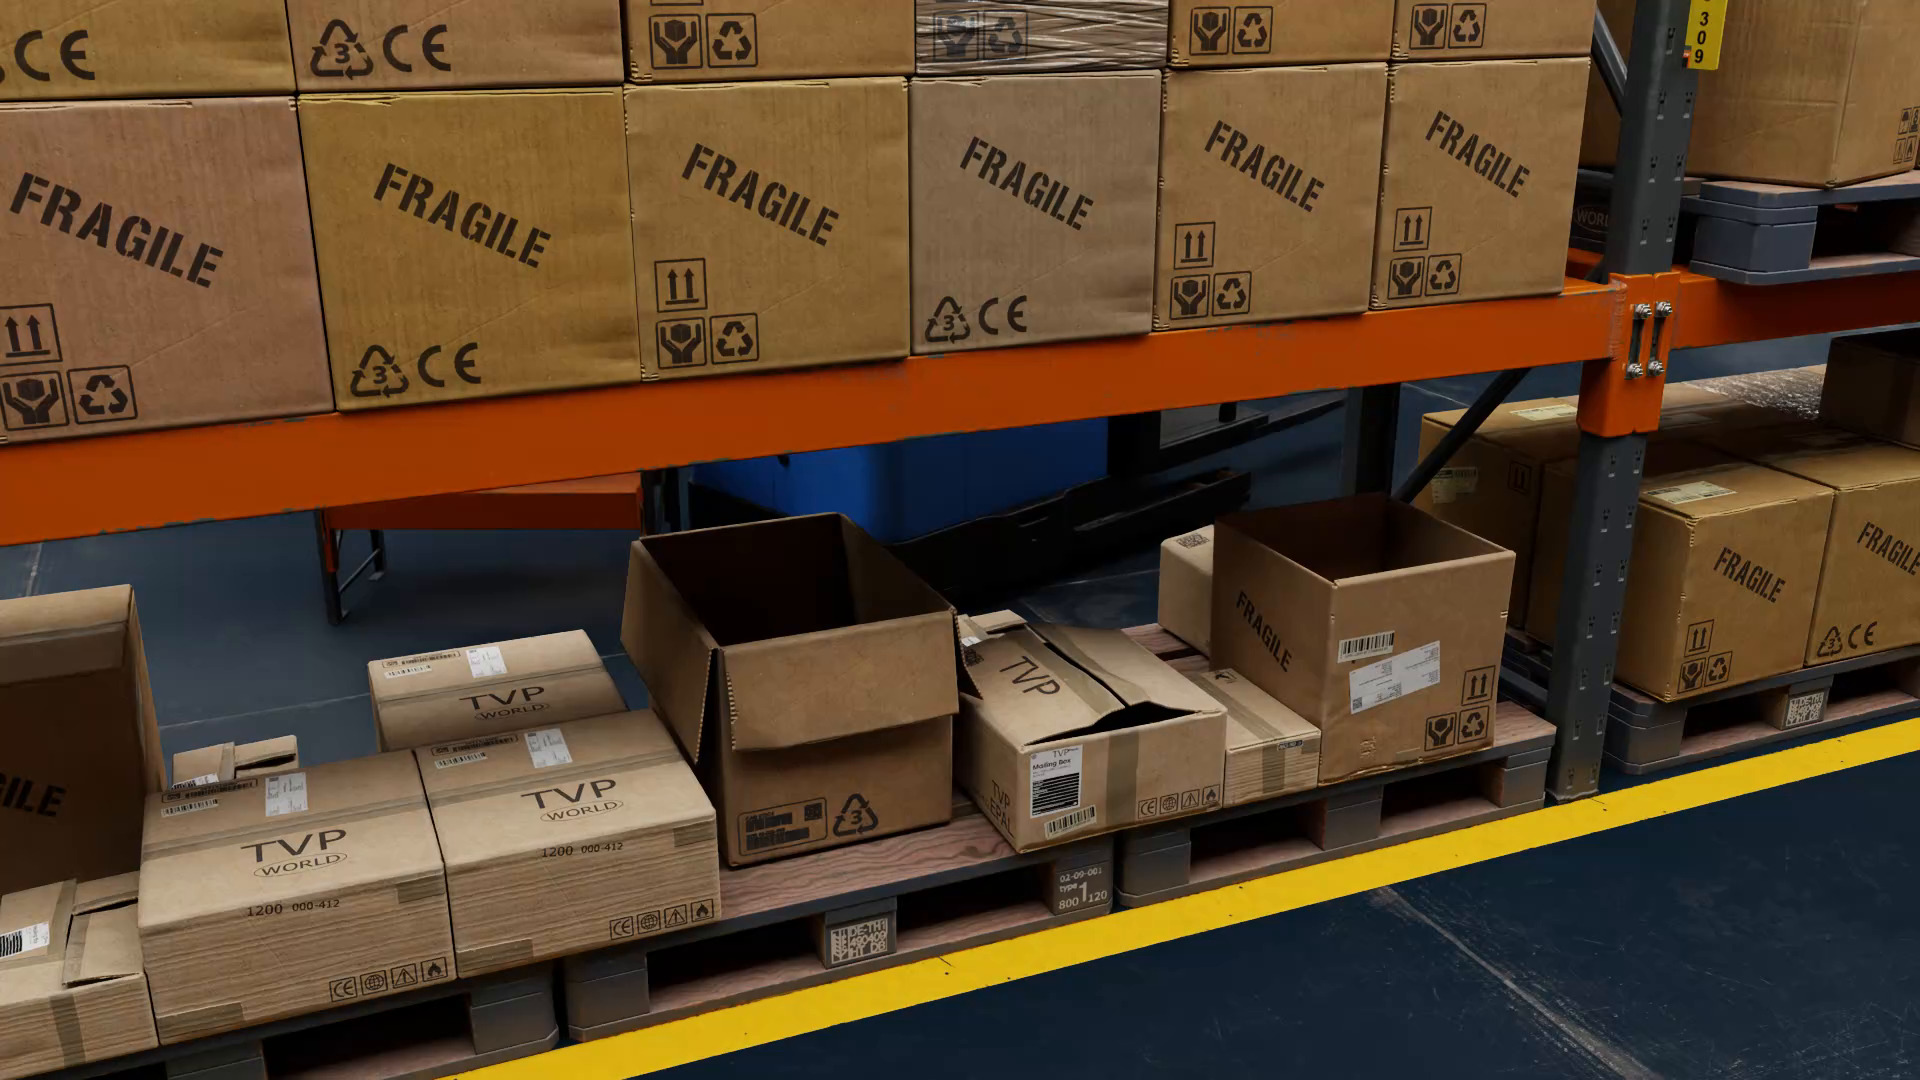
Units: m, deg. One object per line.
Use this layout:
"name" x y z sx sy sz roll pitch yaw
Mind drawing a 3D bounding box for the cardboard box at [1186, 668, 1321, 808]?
"cardboard box" 0.621 0.452 3.852 0.250 0.149 0.380 -8 21 -22

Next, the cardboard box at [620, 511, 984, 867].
"cardboard box" -0.371 0.304 3.738 0.637 0.503 0.797 -8 21 -22

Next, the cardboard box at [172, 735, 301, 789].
"cardboard box" -1.512 0.568 3.496 0.250 0.166 0.380 -8 21 -22

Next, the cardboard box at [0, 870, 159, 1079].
"cardboard box" -1.571 0.757 2.958 0.250 0.166 0.380 -8 21 -22

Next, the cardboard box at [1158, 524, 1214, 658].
"cardboard box" 0.881 0.136 4.507 0.500 0.311 0.500 -8 21 -22

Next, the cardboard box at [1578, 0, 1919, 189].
"cardboard box" 1.876 -1.154 4.000 0.500 0.500 0.700 -17 26 -40

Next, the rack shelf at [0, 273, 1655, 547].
"rack shelf" -0.484 -0.312 3.475 4.000 0.370 1.077 -8 21 -22

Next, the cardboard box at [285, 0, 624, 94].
"cardboard box" -0.871 -1.020 2.747 0.500 0.500 0.500 -8 21 -21

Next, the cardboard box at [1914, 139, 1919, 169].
"cardboard box" 2.482 -1.264 4.311 0.500 0.500 0.700 -5 20 -13

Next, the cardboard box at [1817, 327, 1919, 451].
"cardboard box" 2.811 -0.418 4.663 0.500 0.250 0.500 -8 21 -22

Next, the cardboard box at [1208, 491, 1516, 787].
"cardboard box" 0.941 0.219 3.986 0.500 0.500 0.500 -8 21 -22

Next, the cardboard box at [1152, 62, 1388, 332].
"cardboard box" 0.522 -0.749 3.483 0.500 0.500 0.500 -8 21 -20

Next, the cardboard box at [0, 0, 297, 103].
"cardboard box" -1.332 -0.956 2.565 0.500 0.500 0.500 -8 21 -21

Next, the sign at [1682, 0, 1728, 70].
"sign" 1.574 -1.158 3.492 0.005 0.325 0.100 -8 21 -22

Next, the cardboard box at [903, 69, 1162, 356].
"cardboard box" 0.051 -0.681 3.289 0.500 0.500 0.500 -8 21 -21

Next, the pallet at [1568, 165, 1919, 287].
"pallet" 2.129 -0.896 4.339 1.213 0.211 1.003 -8 21 -22

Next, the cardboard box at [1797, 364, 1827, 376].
"cardboard box" 3.076 -0.291 5.434 0.500 0.500 0.500 -9 21 -24

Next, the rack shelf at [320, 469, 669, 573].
"rack shelf" -1.475 -0.116 5.391 1.000 0.278 0.538 0 20 0

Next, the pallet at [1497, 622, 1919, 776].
"pallet" 2.084 0.282 4.902 1.213 0.211 1.003 -8 21 -22

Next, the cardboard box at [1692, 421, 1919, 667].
"cardboard box" 2.378 -0.006 4.623 0.500 0.500 0.500 -8 21 -21

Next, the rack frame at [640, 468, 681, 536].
"rack frame" -0.967 -0.347 5.313 0.032 1.125 0.500 0 20 0

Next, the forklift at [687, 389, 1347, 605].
"forklift" 0.459 -1.539 5.979 1.130 2.935 3.031 18 26 41

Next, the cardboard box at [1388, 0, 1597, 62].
"cardboard box" 0.990 -1.288 3.507 0.500 0.500 0.500 -8 21 -22

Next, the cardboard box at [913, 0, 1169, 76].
"cardboard box" 0.058 -1.153 3.125 0.500 0.500 0.500 -8 21 -21

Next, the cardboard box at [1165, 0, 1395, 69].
"cardboard box" 0.521 -1.220 3.313 0.500 0.500 0.500 -9 21 -23

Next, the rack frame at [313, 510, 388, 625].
"rack frame" -1.984 -0.345 5.306 0.032 1.125 0.500 0 20 0

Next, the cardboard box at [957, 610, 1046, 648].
"cardboard box" 0.091 0.321 4.199 0.250 0.166 0.380 -8 21 -22

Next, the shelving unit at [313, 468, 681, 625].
"shelving unit" -1.475 -0.346 5.310 1.048 1.125 0.538 0 20 0

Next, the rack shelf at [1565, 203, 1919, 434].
"rack shelf" 3.188 -0.838 4.969 4.000 0.370 1.077 -8 21 -22

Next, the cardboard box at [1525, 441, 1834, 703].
"cardboard box" 1.893 0.068 4.414 0.500 0.500 0.500 -9 21 -24

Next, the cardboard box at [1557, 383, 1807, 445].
"cardboard box" 2.149 -0.158 5.055 0.500 0.500 0.500 -8 21 -22

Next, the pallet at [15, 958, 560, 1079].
"pallet" -1.519 0.812 3.398 1.213 0.211 1.003 -8 21 -22

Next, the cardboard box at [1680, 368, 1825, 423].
"cardboard box" 2.609 -0.224 5.242 0.500 0.500 0.500 -8 21 -21

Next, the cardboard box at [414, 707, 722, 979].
"cardboard box" -0.791 0.585 3.323 0.500 0.250 0.500 -8 21 -22

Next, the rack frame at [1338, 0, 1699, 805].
"rack frame" 1.352 -0.914 4.103 0.127 3.000 1.000 -8 21 -22

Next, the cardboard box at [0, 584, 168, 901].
"cardboard box" -1.919 0.437 3.367 0.500 0.500 0.500 -8 21 -22

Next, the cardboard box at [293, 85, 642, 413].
"cardboard box" -0.875 -0.548 2.911 0.500 0.500 0.500 -8 21 -22

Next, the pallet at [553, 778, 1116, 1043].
"pallet" -0.401 0.653 3.851 1.213 0.211 1.003 -8 21 -22

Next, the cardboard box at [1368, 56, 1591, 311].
"cardboard box" 0.995 -0.818 3.677 0.500 0.500 0.500 -8 21 -21

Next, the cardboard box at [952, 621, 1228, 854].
"cardboard box" 0.253 0.406 3.737 0.500 0.311 0.500 -8 21 -22

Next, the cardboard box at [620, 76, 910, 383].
"cardboard box" -0.416 -0.613 3.097 0.500 0.500 0.500 -8 21 -21

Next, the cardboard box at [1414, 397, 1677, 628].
"cardboard box" 1.692 -0.095 4.877 0.500 0.500 0.500 -8 21 -22

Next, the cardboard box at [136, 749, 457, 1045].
"cardboard box" -1.250 0.650 3.136 0.500 0.250 0.500 -8 21 -22

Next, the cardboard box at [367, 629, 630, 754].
"cardboard box" -1.035 0.439 3.737 0.500 0.250 0.500 -8 21 -22

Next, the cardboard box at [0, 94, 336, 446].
"cardboard box" -1.337 -0.483 2.726 0.500 0.500 0.500 -8 21 -22

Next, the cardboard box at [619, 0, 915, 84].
"cardboard box" -0.405 -1.087 2.938 0.500 0.500 0.500 -8 21 -22

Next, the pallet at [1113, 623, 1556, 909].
"pallet" 0.721 0.491 4.310 1.213 0.211 1.003 -8 21 -22
